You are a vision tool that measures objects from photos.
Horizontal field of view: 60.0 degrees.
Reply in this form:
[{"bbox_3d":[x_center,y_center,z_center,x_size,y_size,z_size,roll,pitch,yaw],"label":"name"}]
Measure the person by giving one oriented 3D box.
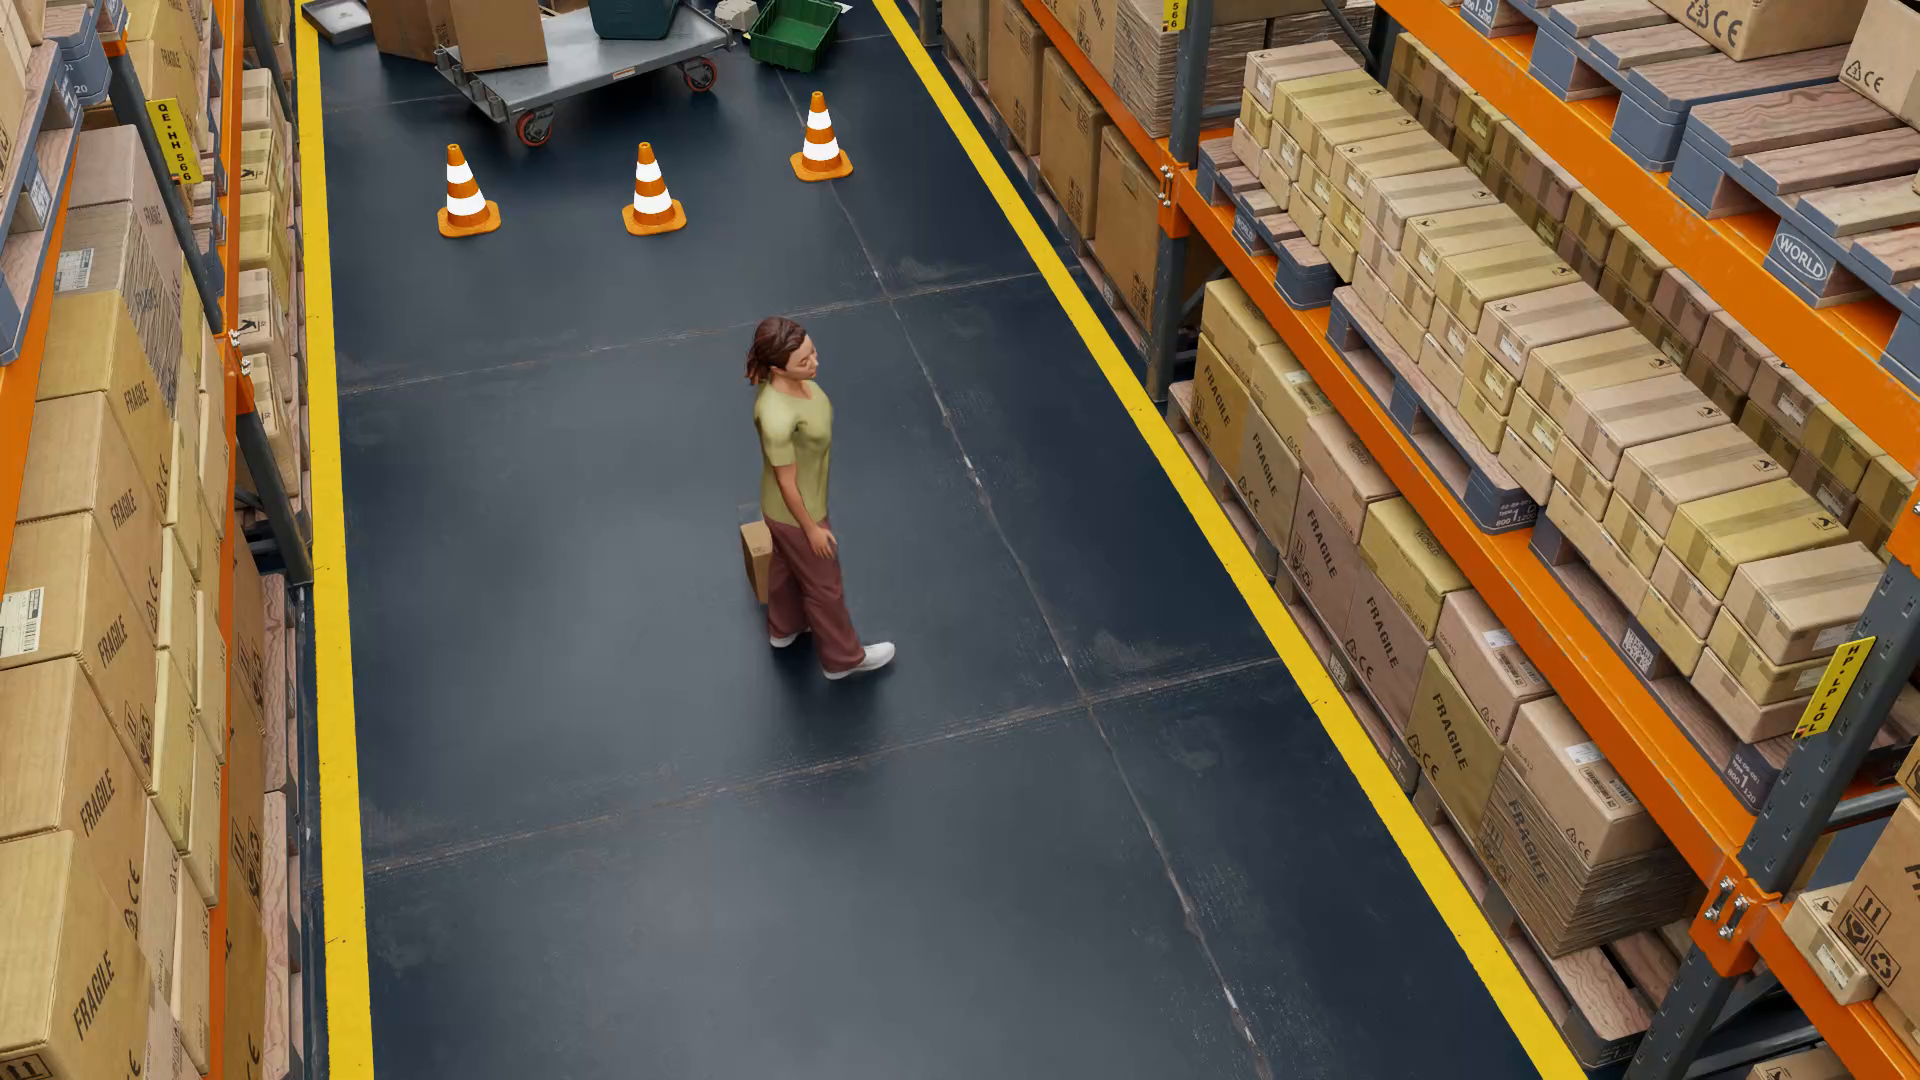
[{"bbox_3d":[-0.530,-0.153,6.296,0.527,1.673,0.507,-3,42,-3],"label":"person"}]
